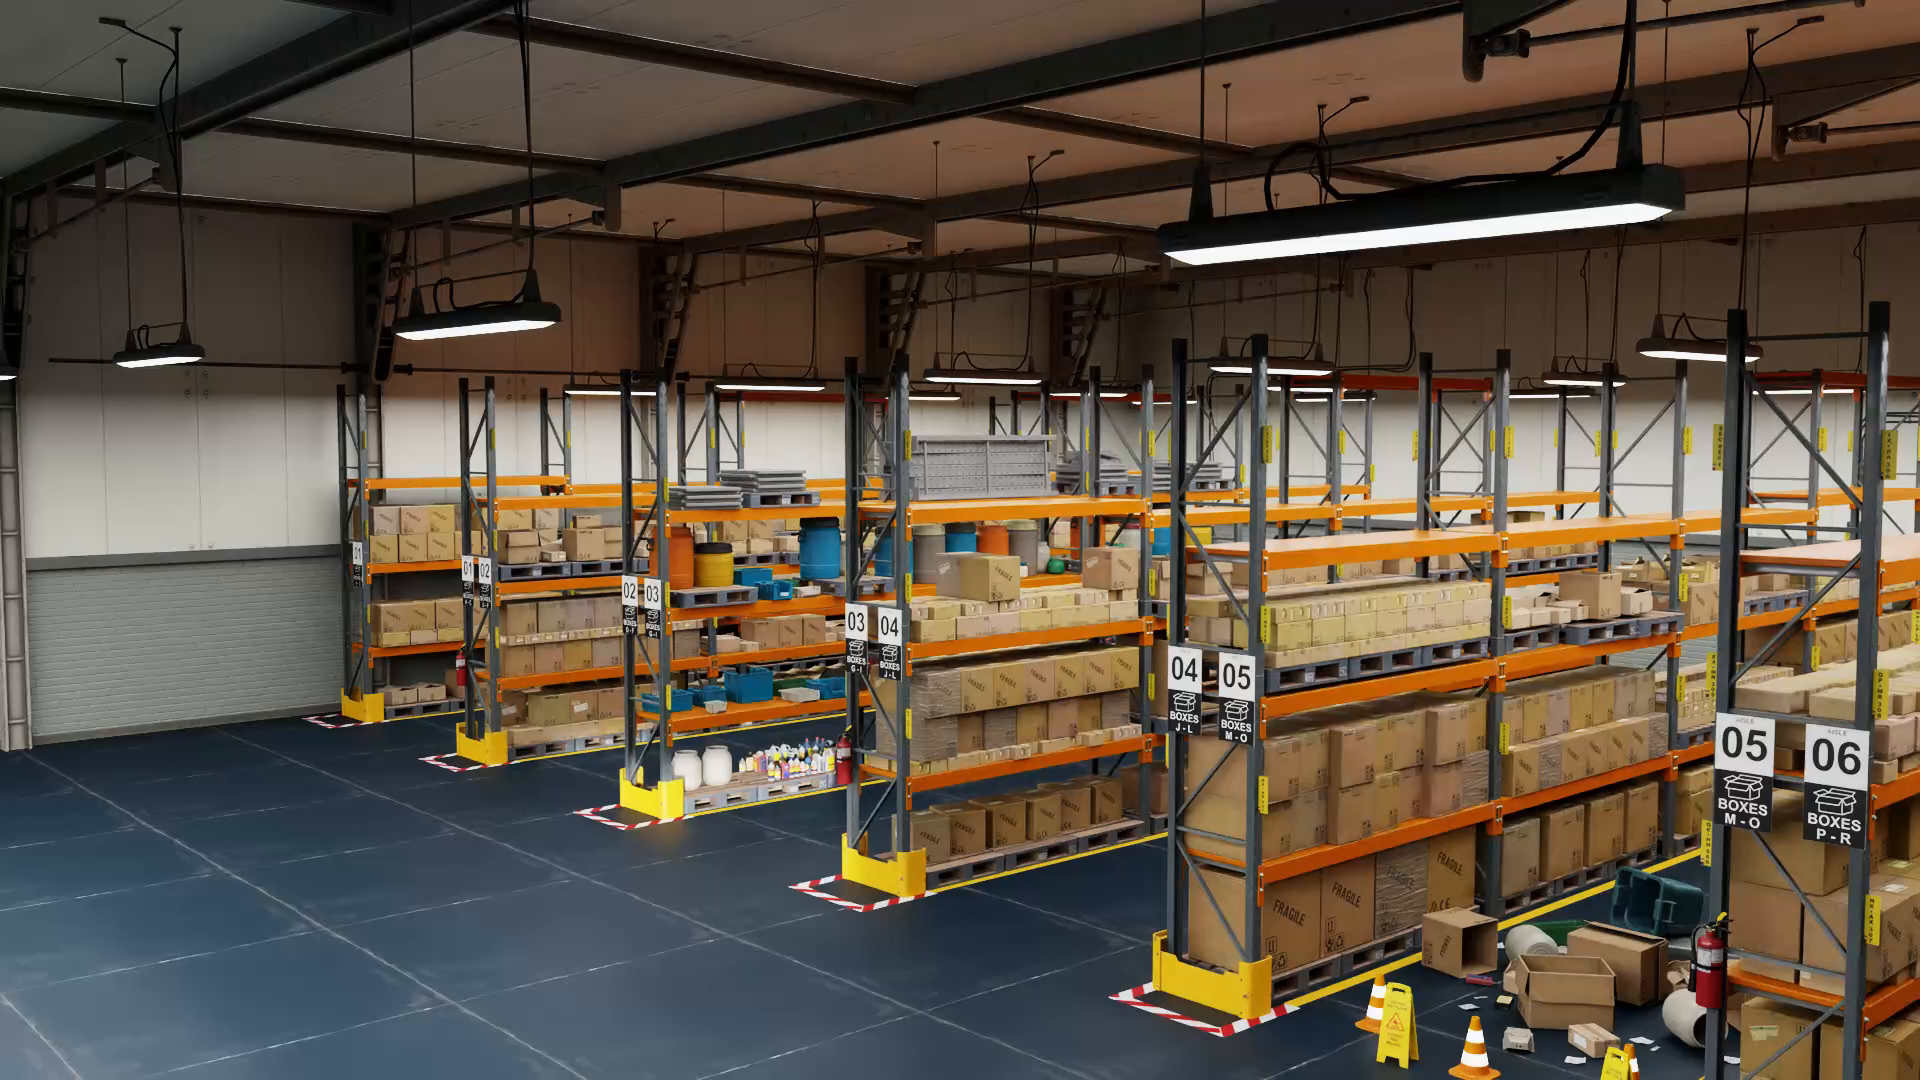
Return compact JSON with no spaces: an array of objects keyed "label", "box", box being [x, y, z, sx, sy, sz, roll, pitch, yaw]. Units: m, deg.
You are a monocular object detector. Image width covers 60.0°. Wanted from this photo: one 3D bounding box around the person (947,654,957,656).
[{"label":"person","box":[-0.081,2.422,29.781,0.692,1.701,0.832,0,4,4]}]
